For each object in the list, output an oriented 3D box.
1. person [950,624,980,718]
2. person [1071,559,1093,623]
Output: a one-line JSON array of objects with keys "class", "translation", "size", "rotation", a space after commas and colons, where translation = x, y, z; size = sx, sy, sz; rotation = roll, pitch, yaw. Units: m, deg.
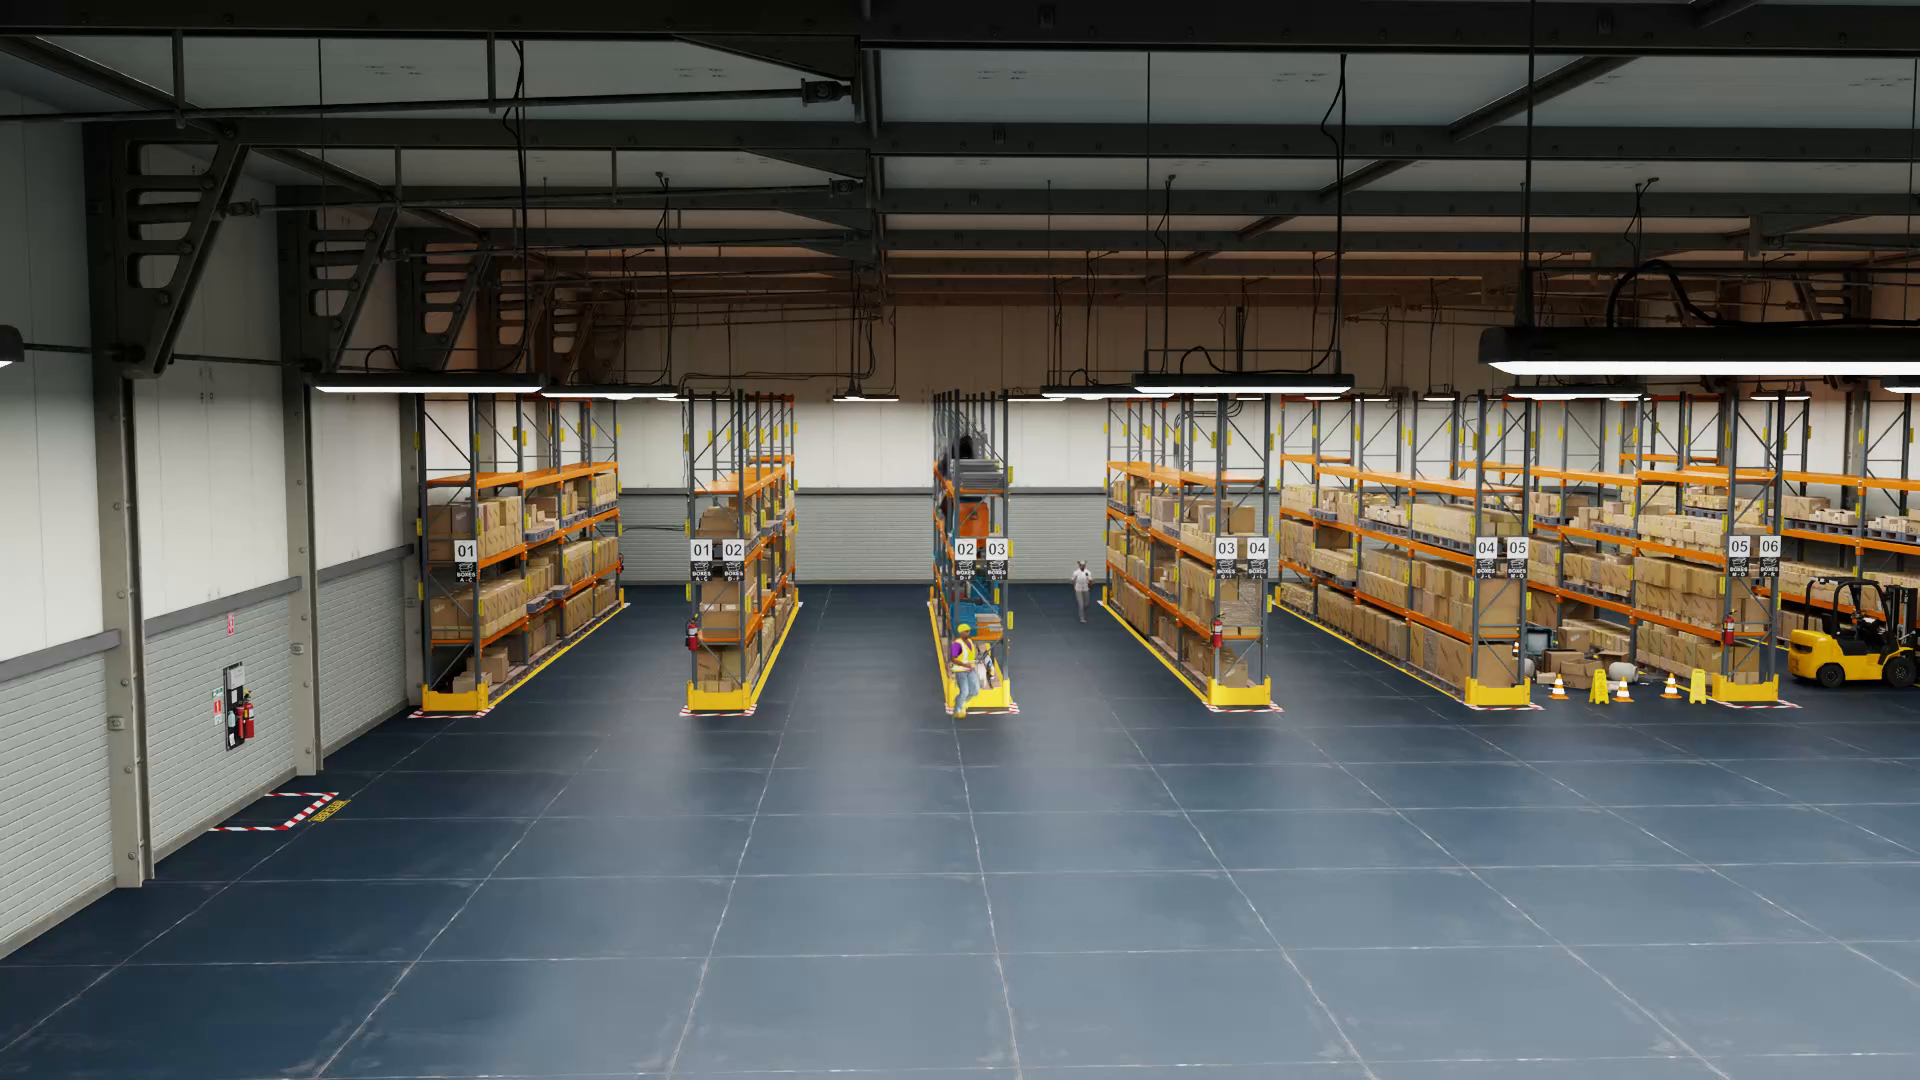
[{"class": "person", "translation": [0.129, 2.379, 30.275], "size": [0.587, 1.719, 0.744], "rotation": [4, 6, 37]}, {"class": "person", "translation": [3.207, 1.328, 43.732], "size": [0.571, 1.659, 0.649], "rotation": [0, 5, -5]}]
